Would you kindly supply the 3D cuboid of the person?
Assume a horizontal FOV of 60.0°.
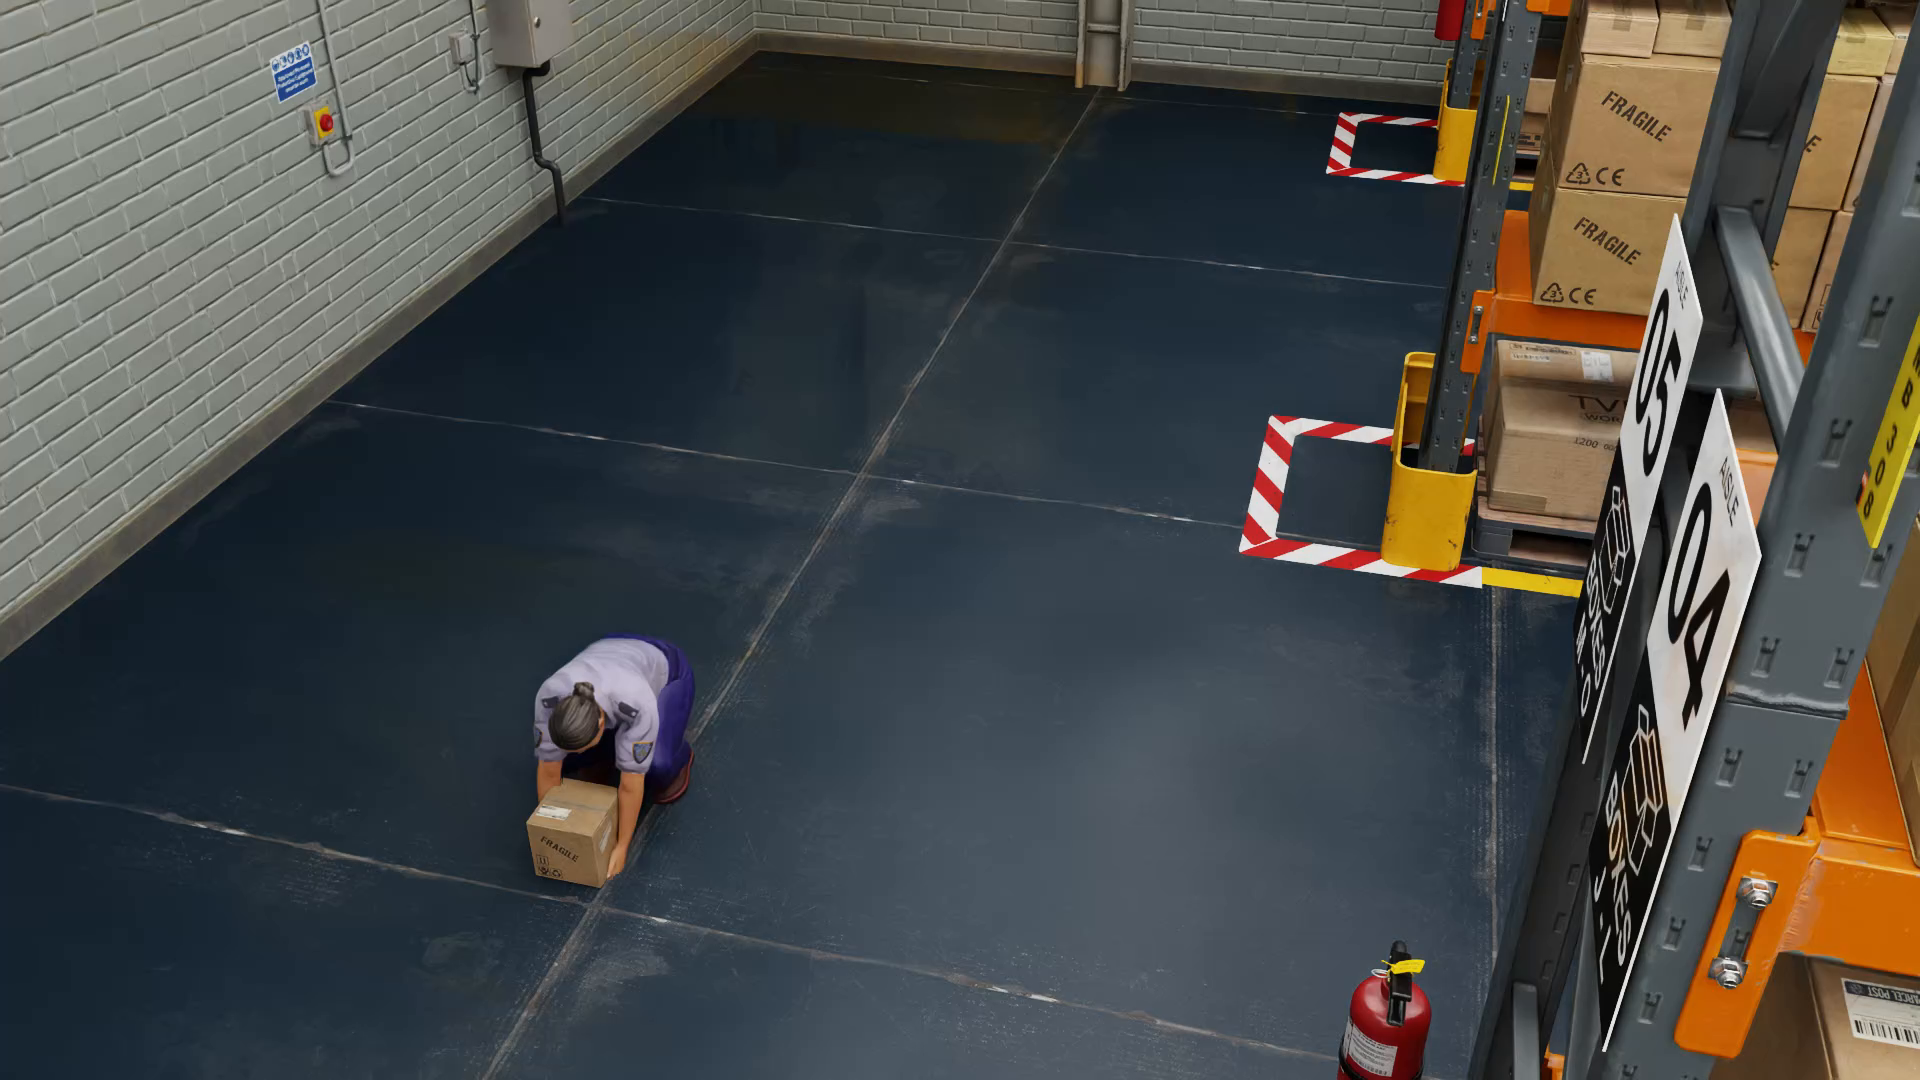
[{"bbox_3d":[-1.250,0.682,5.995,0.526,0.805,0.847,8,34,12],"label":"person"}]
